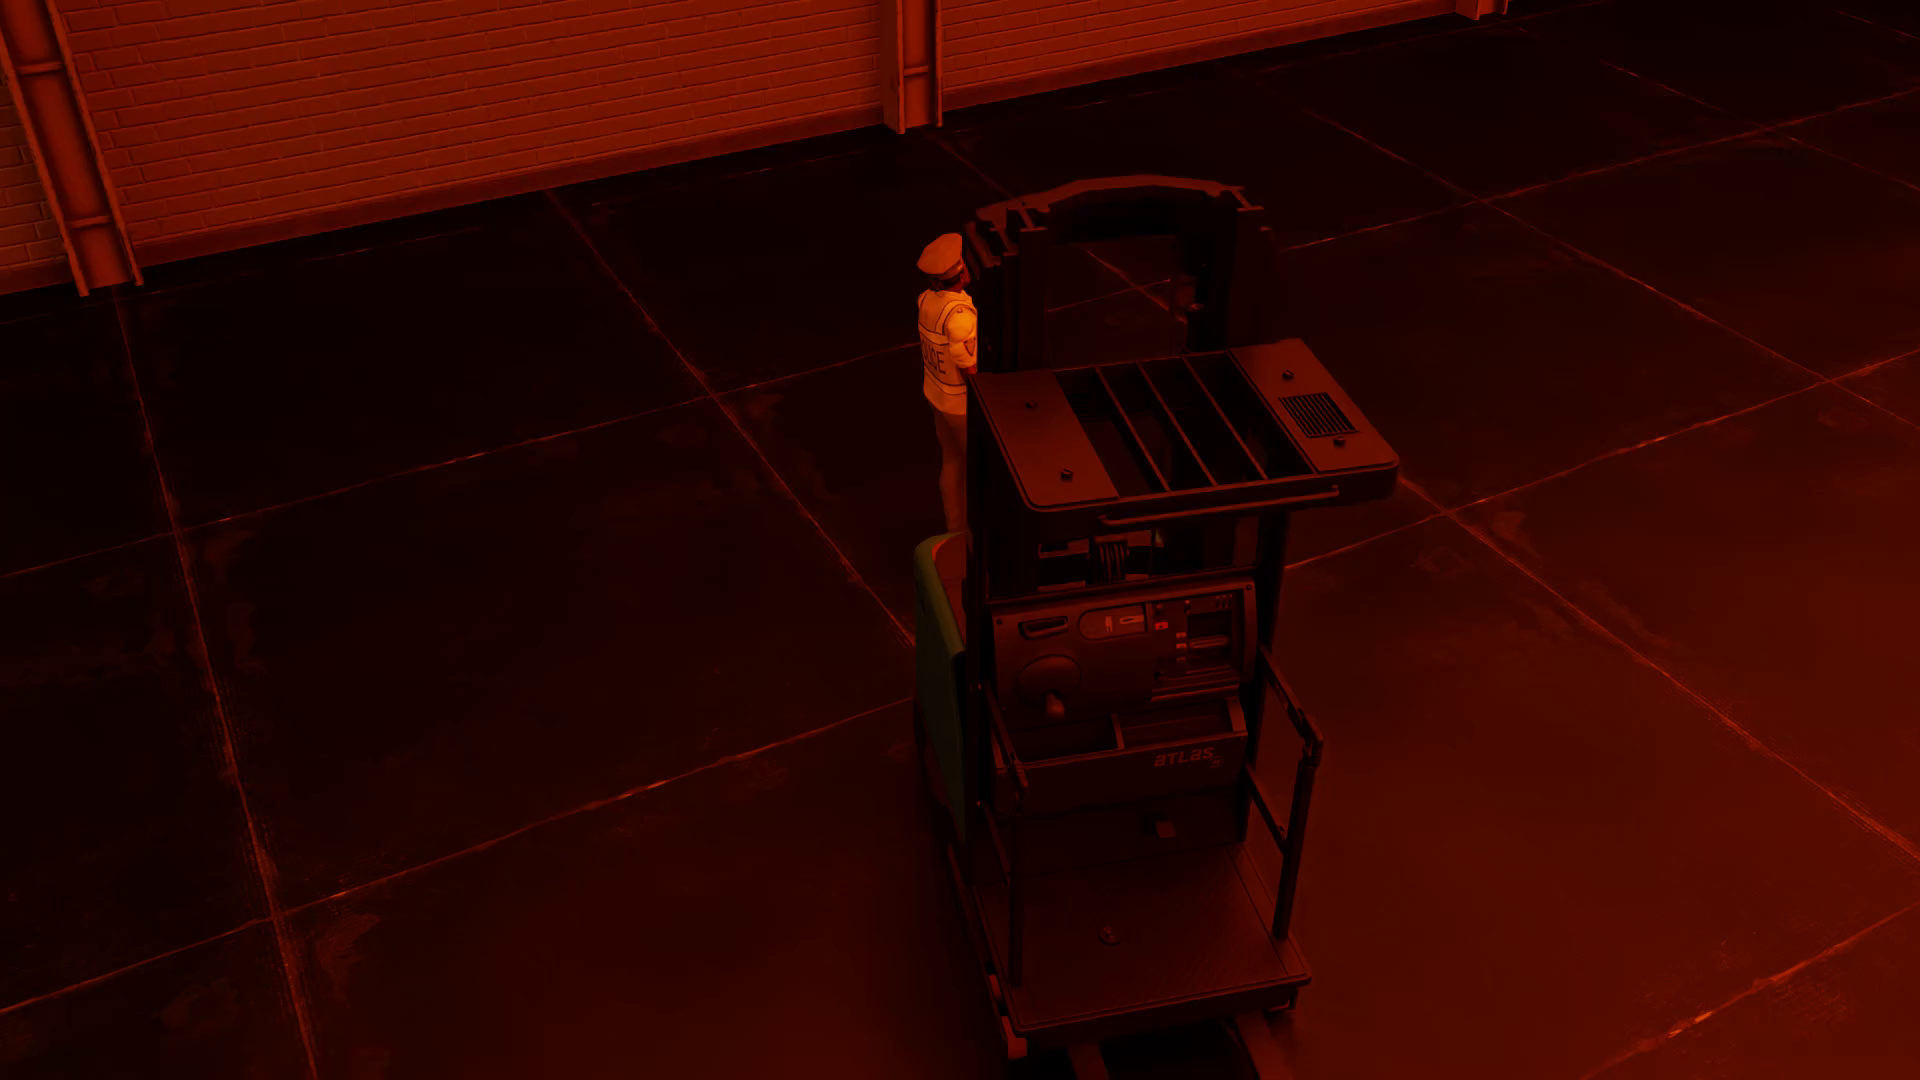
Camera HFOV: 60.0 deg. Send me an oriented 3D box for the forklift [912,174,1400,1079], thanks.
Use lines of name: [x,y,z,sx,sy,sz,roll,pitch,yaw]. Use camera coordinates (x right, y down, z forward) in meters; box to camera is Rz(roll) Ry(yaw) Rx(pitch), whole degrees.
forklift: [0.616,0.437,5.505,1.130,2.935,3.031,-7,36,-10]

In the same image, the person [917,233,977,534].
person: [0.076,-0.709,8.184,0.528,1.697,0.570,-17,39,-23]
